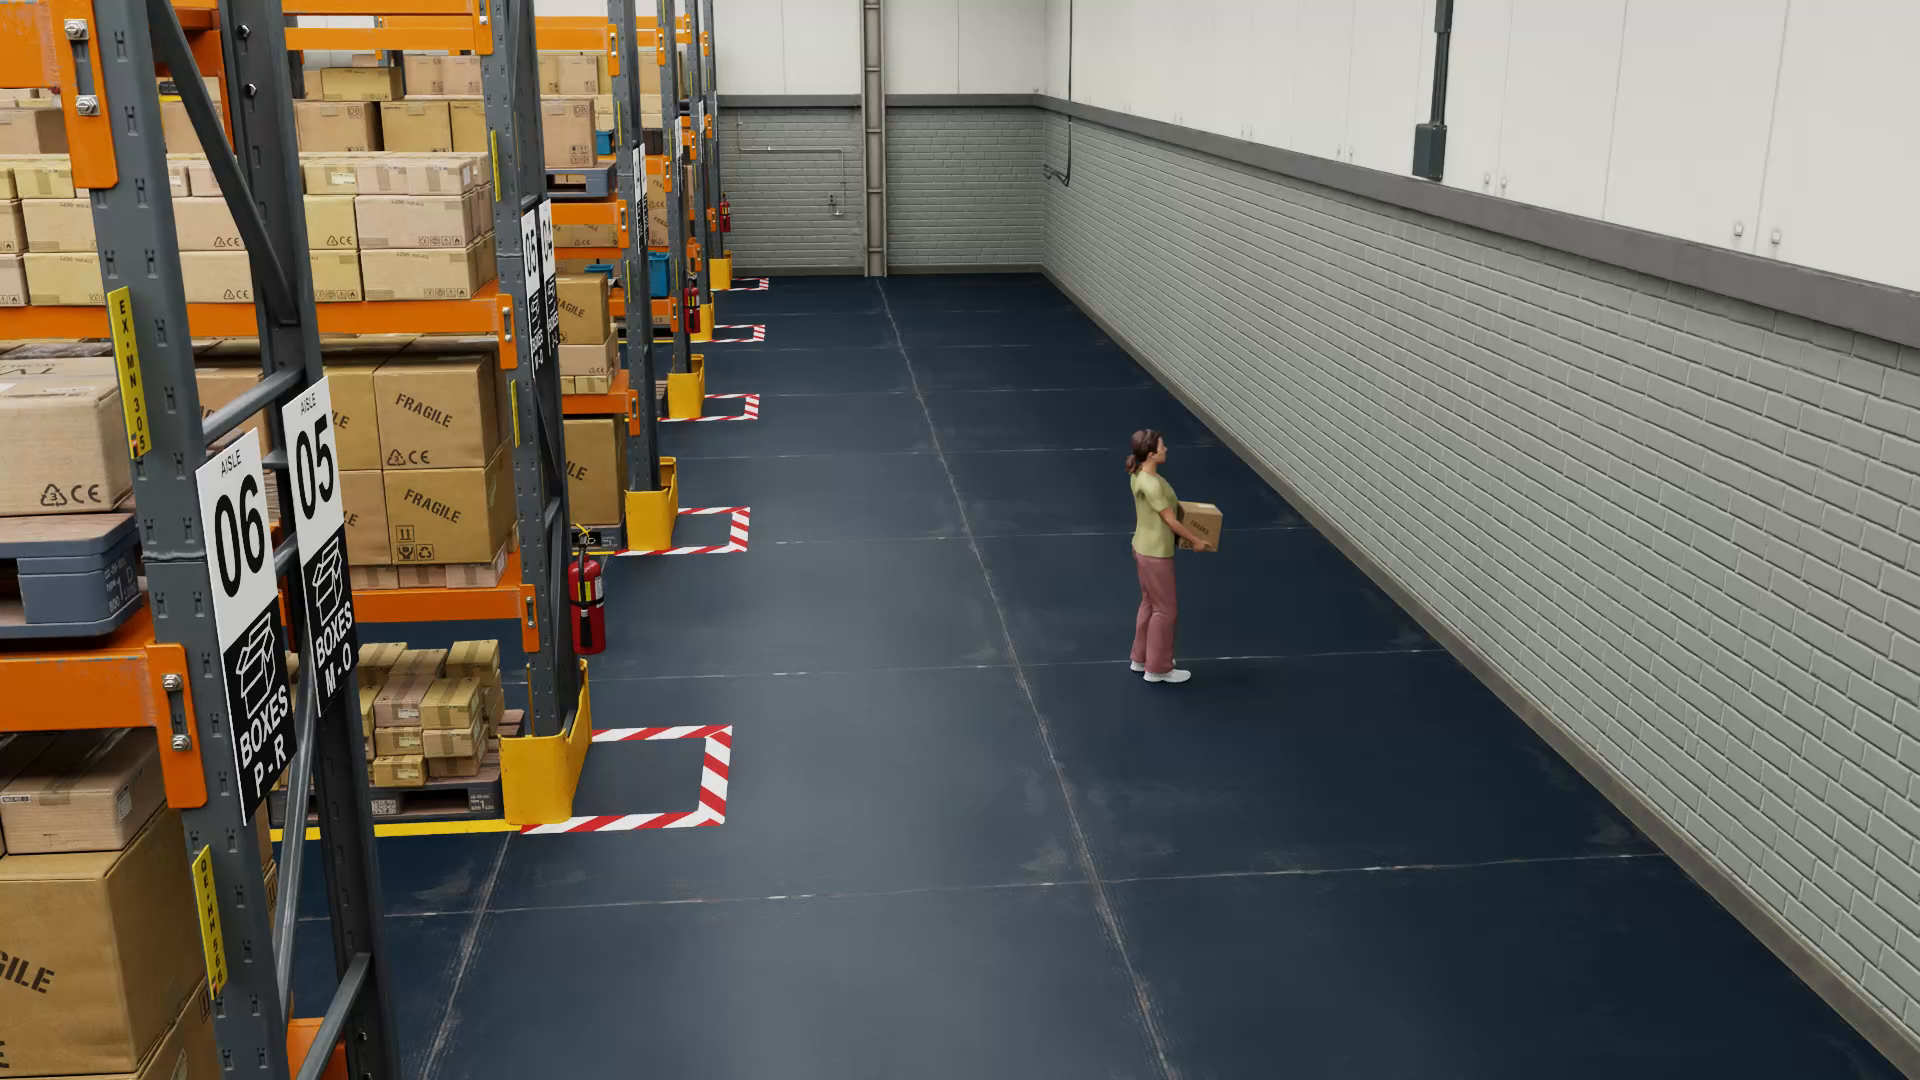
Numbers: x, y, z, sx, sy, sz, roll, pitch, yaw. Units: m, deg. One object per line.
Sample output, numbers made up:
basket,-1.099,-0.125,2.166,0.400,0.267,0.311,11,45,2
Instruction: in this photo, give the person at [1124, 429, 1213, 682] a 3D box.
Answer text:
person,1.323,0.216,10.794,0.562,1.405,0.425,-1,17,-5
